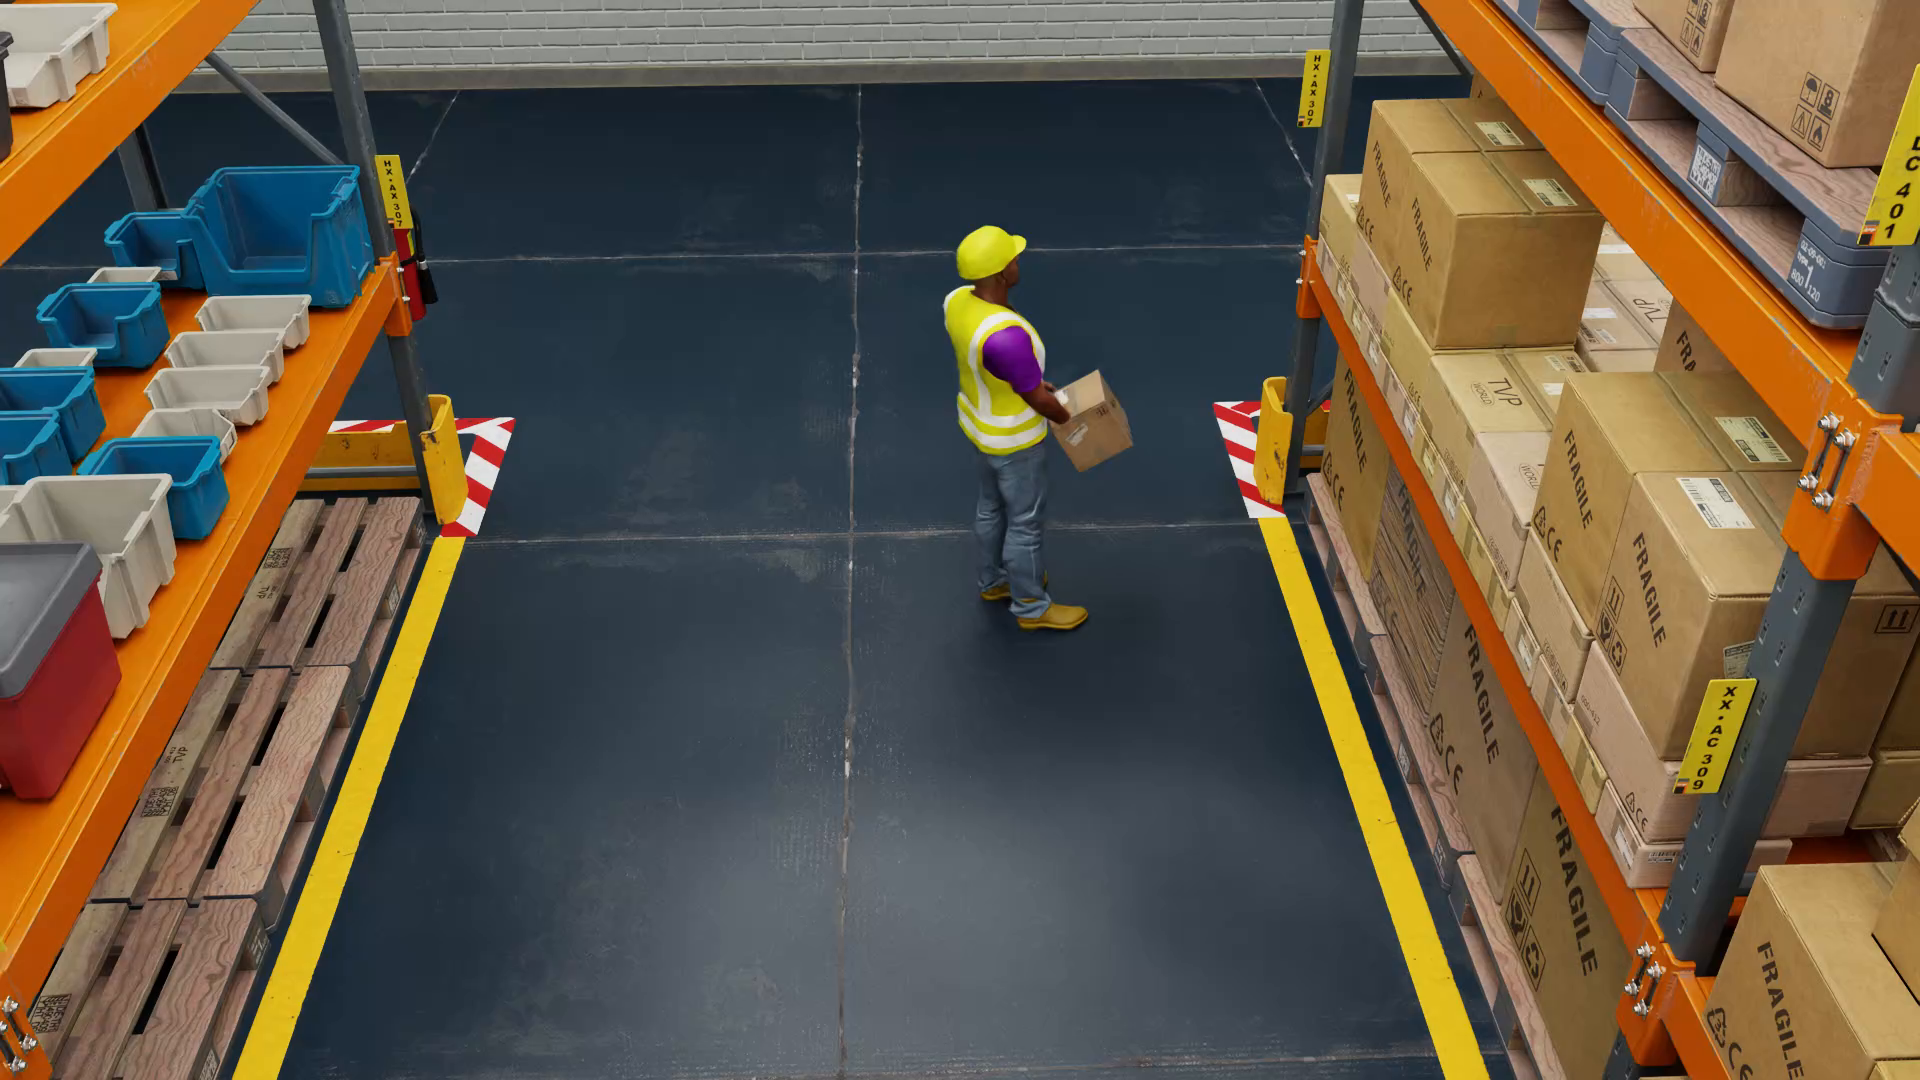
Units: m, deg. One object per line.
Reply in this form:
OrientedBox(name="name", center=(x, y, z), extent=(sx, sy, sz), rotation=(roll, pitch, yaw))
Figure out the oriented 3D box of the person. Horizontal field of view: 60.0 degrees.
OrientedBox(name="person", center=(0.241, -0.457, 6.770), extent=(0.539, 1.772, 0.582), rotation=(-14, 37, -19))
